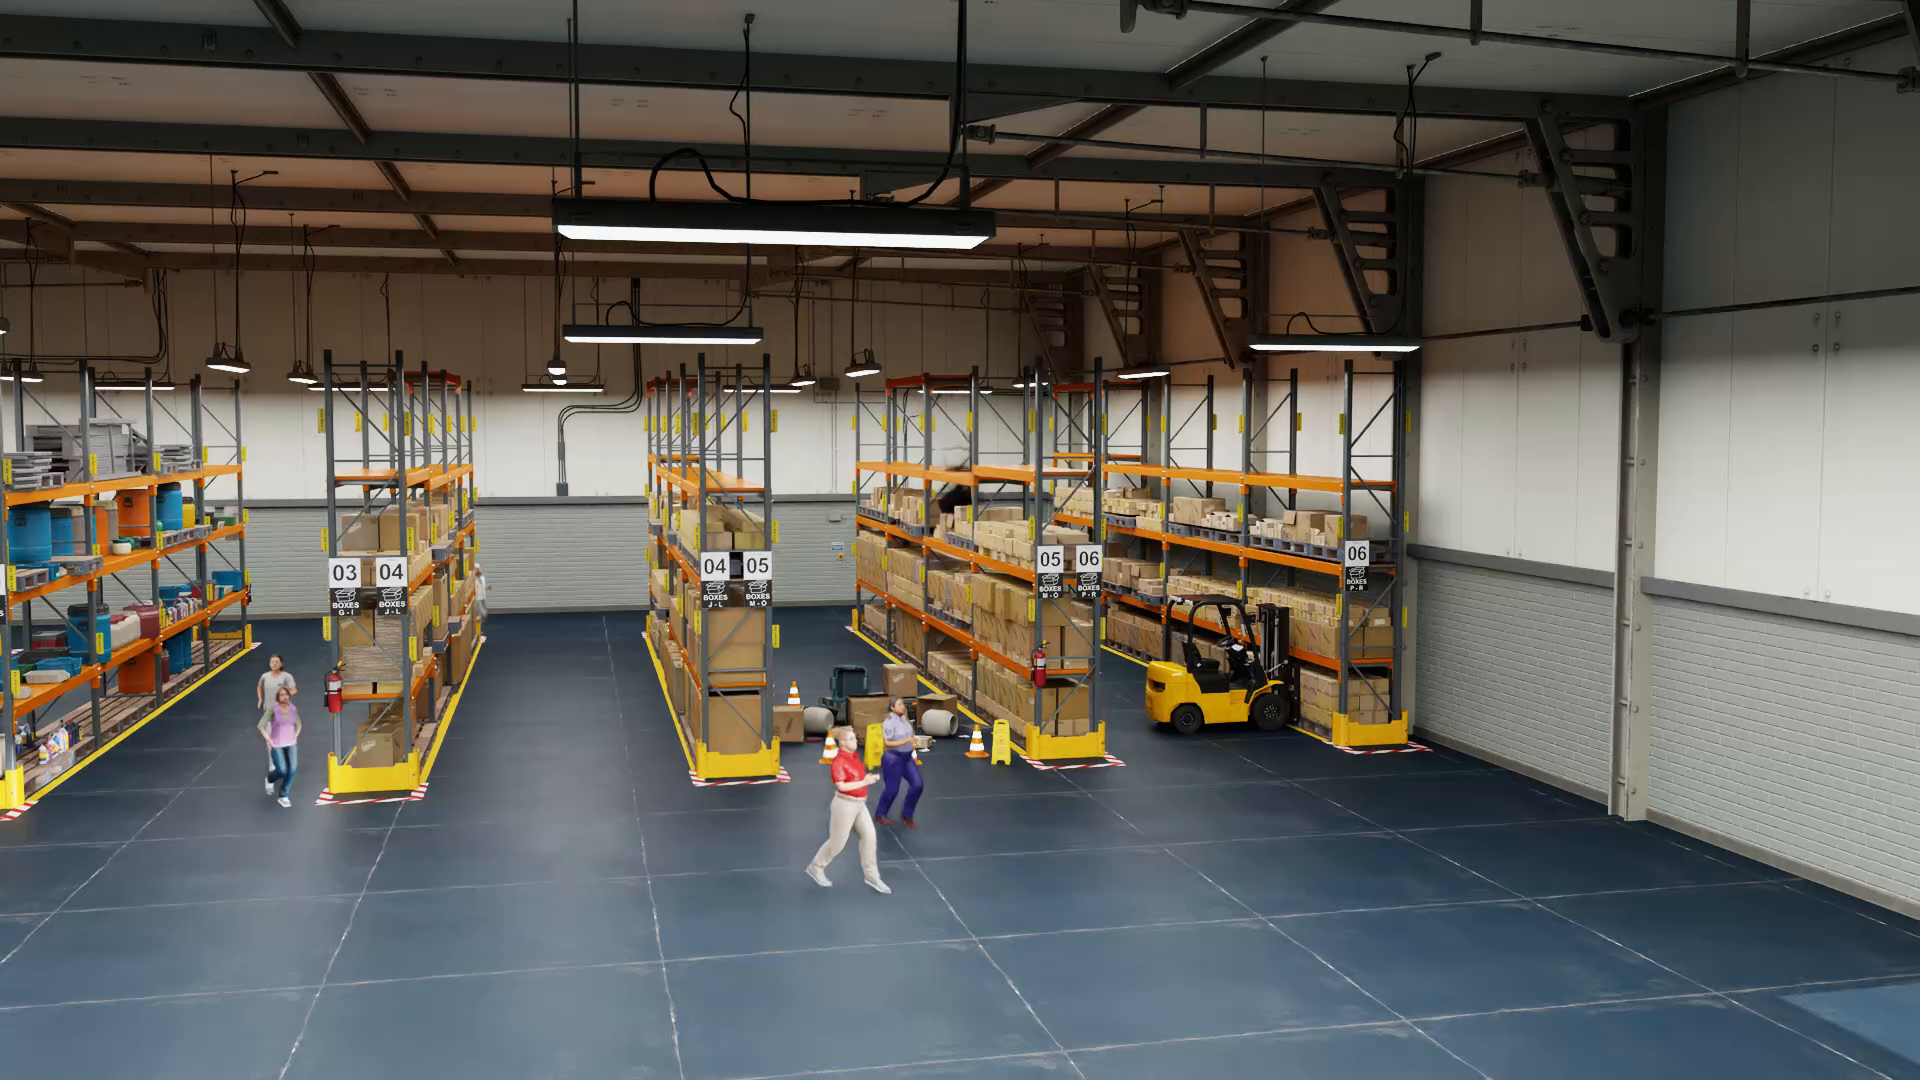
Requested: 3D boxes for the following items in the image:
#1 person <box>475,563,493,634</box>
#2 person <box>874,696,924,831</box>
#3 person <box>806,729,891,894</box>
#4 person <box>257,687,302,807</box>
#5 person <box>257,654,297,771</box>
[{"bbox_3d":[-11.374,1.403,39.291,0.648,1.739,0.666,2,4,23],"label":"person"},{"bbox_3d":[-0.748,2.766,20.511,0.680,1.695,0.582,3,5,35],"label":"person"},{"bbox_3d":[-1.198,2.890,17.788,0.913,1.761,0.649,2,4,22],"label":"person"},{"bbox_3d":[-8.942,2.716,21.909,0.517,1.551,0.552,4,6,44],"label":"person"},{"bbox_3d":[-9.958,2.482,24.223,0.564,1.645,0.914,-1,4,-13],"label":"person"}]
